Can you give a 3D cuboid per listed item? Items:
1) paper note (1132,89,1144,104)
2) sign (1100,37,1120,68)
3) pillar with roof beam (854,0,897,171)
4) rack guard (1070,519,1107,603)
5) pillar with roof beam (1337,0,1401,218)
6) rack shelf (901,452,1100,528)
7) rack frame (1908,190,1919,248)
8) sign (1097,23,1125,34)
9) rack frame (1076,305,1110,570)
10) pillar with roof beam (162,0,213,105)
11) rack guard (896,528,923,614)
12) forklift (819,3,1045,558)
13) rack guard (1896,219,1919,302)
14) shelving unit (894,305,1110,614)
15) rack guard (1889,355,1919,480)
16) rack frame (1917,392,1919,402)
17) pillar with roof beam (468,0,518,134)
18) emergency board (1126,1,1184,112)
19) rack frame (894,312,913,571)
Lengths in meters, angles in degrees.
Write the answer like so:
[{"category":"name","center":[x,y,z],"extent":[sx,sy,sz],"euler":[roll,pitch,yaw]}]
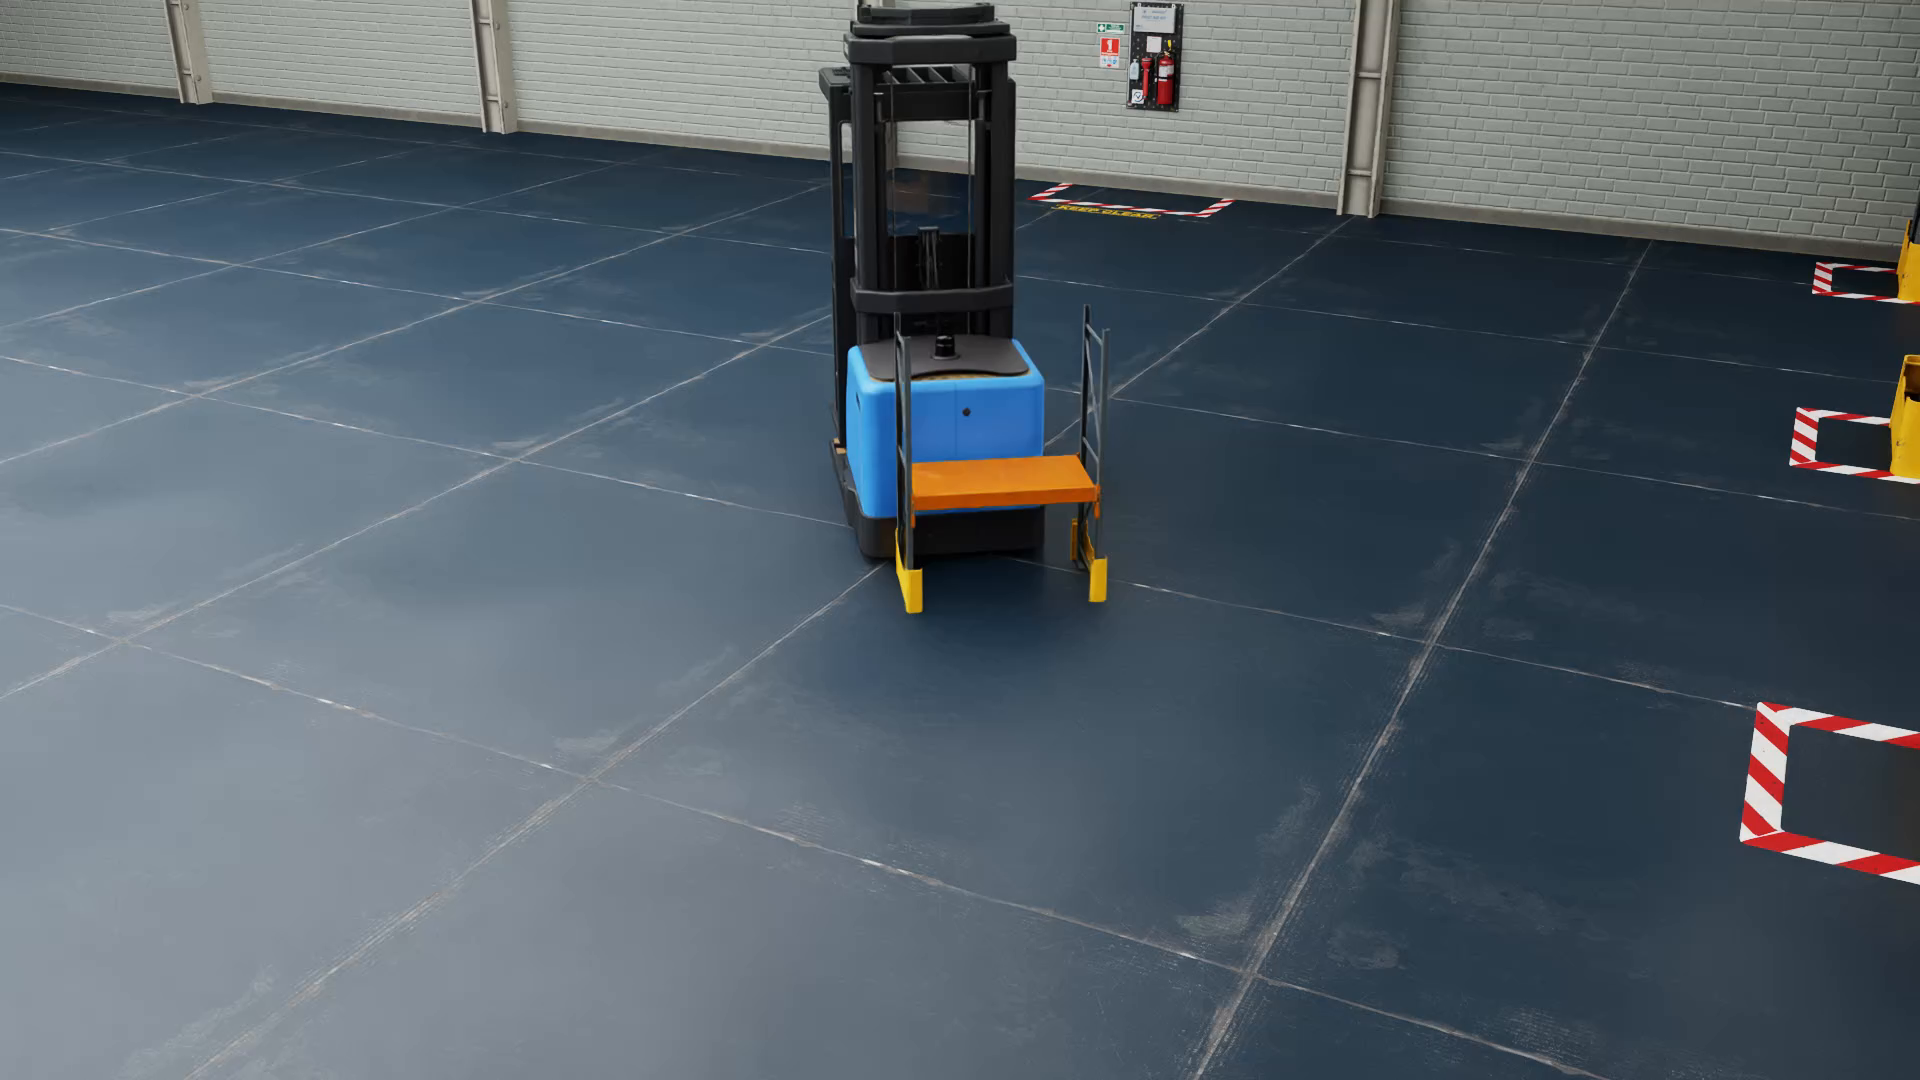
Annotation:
[{"category":"paper note","center":[2.021,-5.036,18.885],"extent":[0.142,0.148,0.016],"euler":[11,25,25]},{"category":"sign","center":[1.701,-5.536,18.890],"extent":[0.234,0.329,0.001],"euler":[11,25,25]},{"category":"pillar with roof beam","center":[-2.961,-7.253,15.307],"extent":[0.400,9.000,9.100],"euler":[11,25,25]},{"category":"rack guard","center":[0.708,0.107,9.178],"extent":[0.087,0.250,0.587],"euler":[-3,23,-7]},{"category":"pillar with roof beam","center":[2.394,-6.194,12.815],"extent":[0.400,9.000,9.100],"euler":[11,25,25]},{"category":"rack shelf","center":[0.206,-0.274,8.938],"extent":[1.000,0.185,0.538],"euler":[-3,23,-7]},{"category":"rack frame","center":[8.676,-3.698,14.614],"extent":[0.127,3.000,1.000],"euler":[11,25,25]},{"category":"sign","center":[1.701,-5.776,18.777],"extent":[0.331,0.109,0.001],"euler":[11,25,25]},{"category":"rack frame","center":[0.709,-0.468,8.934],"extent":[0.032,1.500,0.500],"euler":[-3,23,-7]},{"category":"pillar with roof beam","center":[-13.670,-9.372,20.289],"extent":[0.400,9.000,9.100],"euler":[11,25,25]},{"category":"rack guard","center":[-0.278,0.162,9.049],"extent":[0.087,0.250,0.587],"euler":[-3,23,-7]},{"category":"forklift","center":[-0.258,-1.794,10.222],"extent":[1.130,2.935,3.031],"euler":[-4,23,-8]},{"category":"rack guard","center":[8.744,-2.535,15.071],"extent":[0.348,0.500,1.175],"euler":[11,25,25]},{"category":"shelving unit","center":[0.215,-0.440,8.869],"extent":[1.083,1.500,0.587],"euler":[-3,23,-7]},{"category":"rack guard","center":[6.423,-0.822,11.043],"extent":[0.348,0.500,1.175],"euler":[11,25,25]},{"category":"rack frame","center":[6.444,-1.968,10.544],"extent":[0.127,3.000,1.000],"euler":[11,25,25]},{"category":"pillar with roof beam","center":[-8.315,-8.313,17.798],"extent":[0.400,9.000,9.100],"euler":[11,25,25]},{"category":"emergency board","center":[2.148,-5.386,18.582],"extent":[0.643,1.169,0.194],"euler":[11,25,25]},{"category":"rack frame","center":[-0.298,-0.412,8.802],"extent":[0.032,1.500,0.500],"euler":[-3,23,-7]}]
